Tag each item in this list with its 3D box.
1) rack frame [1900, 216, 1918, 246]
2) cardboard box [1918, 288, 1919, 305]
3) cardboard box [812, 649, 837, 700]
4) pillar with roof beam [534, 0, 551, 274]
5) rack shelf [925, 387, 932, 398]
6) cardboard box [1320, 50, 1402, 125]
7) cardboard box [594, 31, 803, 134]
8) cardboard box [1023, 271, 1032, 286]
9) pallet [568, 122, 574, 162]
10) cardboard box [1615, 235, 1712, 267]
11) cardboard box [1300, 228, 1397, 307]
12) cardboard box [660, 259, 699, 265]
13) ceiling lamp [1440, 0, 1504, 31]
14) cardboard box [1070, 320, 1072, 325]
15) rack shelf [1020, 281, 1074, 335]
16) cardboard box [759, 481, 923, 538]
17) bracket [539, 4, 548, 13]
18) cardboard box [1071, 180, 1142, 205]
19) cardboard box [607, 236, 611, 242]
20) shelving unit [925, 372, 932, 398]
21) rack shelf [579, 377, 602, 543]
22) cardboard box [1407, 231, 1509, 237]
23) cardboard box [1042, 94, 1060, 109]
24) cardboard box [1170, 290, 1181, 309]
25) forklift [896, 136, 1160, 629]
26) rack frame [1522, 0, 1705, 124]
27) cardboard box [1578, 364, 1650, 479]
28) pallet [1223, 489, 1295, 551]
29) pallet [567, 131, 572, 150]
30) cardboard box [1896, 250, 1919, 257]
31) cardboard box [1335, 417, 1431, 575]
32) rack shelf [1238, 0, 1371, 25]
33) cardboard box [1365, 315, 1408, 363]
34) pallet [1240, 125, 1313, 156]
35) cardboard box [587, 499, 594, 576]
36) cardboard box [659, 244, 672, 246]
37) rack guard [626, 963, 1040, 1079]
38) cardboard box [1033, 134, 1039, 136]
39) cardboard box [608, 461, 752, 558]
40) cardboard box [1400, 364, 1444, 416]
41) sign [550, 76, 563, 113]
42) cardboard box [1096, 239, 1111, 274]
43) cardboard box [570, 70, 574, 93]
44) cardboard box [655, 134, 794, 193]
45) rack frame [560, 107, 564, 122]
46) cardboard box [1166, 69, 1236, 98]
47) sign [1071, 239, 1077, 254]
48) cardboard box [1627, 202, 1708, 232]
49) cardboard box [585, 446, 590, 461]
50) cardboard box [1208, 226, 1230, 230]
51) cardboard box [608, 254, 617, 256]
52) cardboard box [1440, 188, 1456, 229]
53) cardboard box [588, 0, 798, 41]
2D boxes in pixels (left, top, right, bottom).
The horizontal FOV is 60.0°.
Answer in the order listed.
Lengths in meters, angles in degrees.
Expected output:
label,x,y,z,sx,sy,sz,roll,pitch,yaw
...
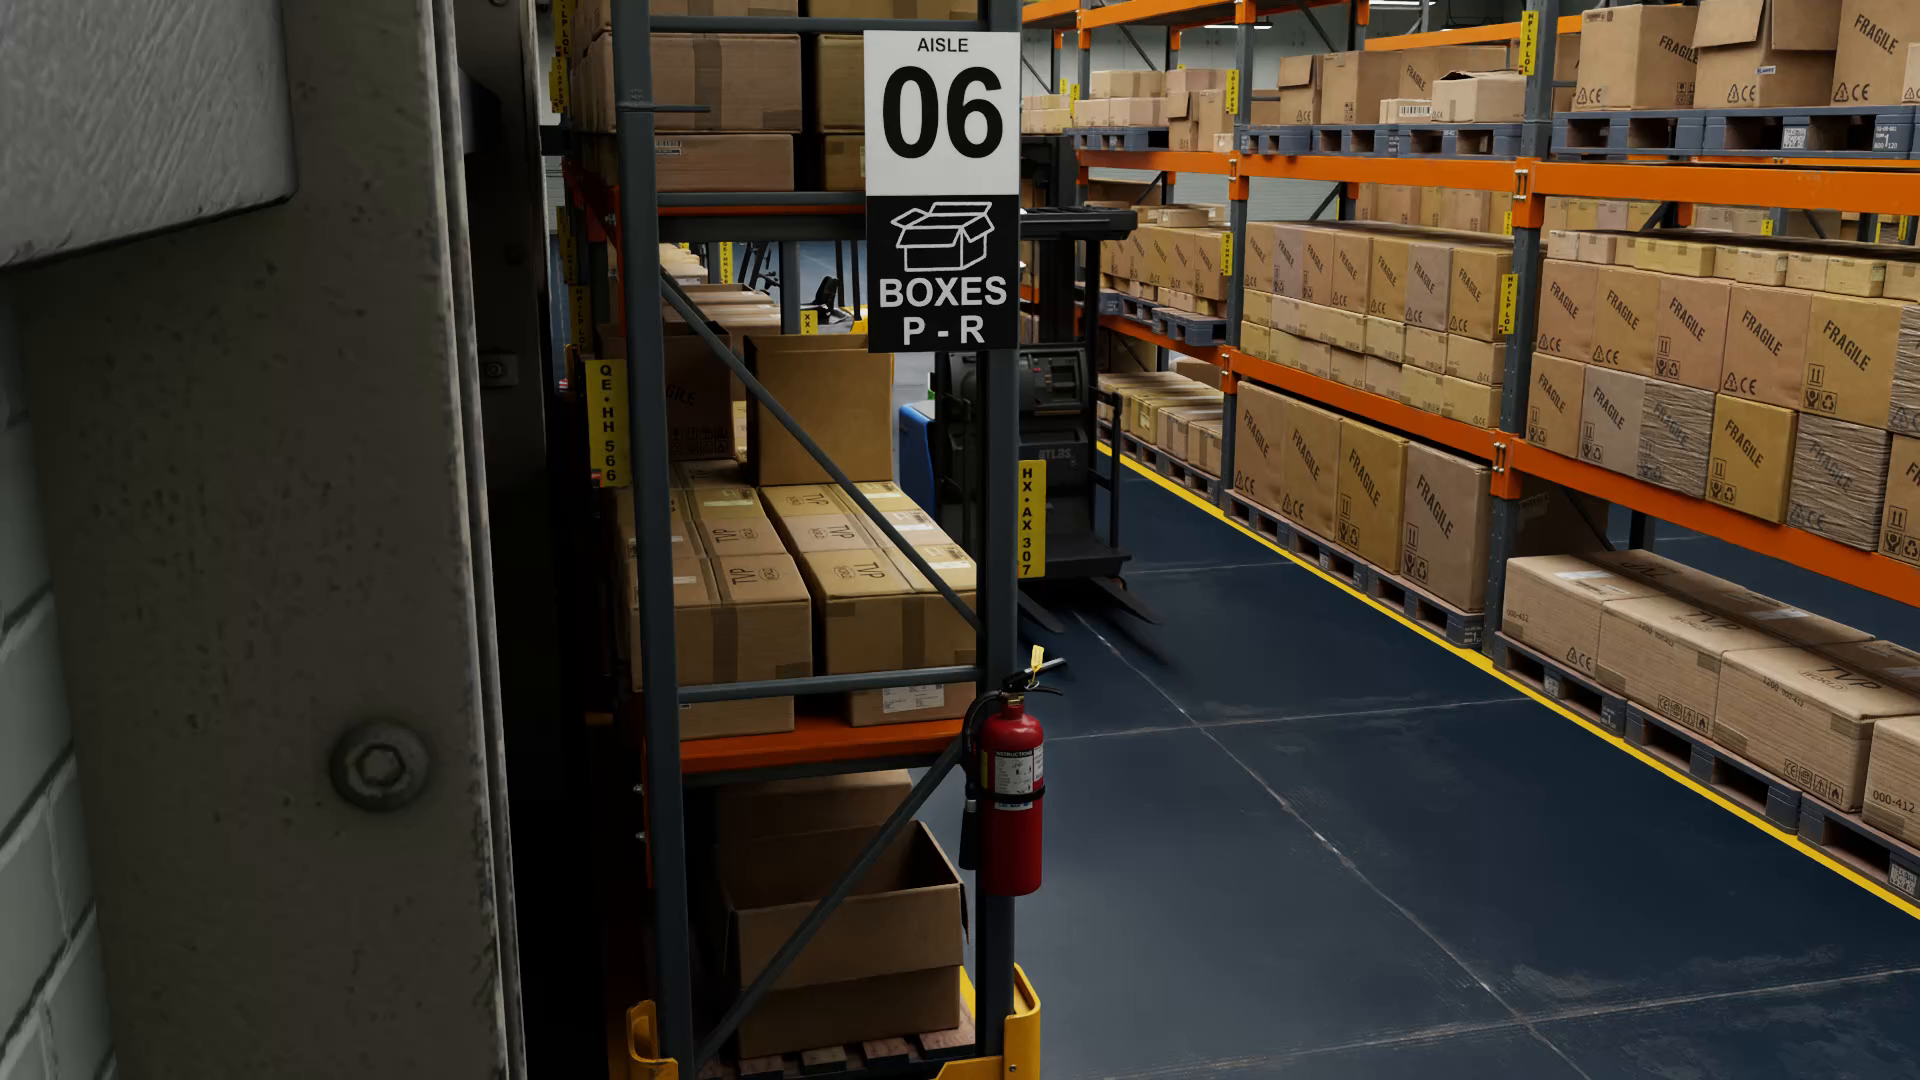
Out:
label,x,y,z,sx,sy,sz,roll,pitch,yaw
rack frame,11.294,-3.203,19.216,1.000,3.000,0.127,-3,14,-13
cardboard box,3.956,-0.975,6.415,0.380,0.149,0.250,-3,14,-12
cardboard box,-0.259,0.370,5.120,0.380,0.149,0.250,-3,14,-12
pillar with roof beam,-4.857,-10.391,36.000,9.100,9.000,0.400,-3,14,-13
rack shelf,-0.080,-1.041,12.408,0.258,0.148,0.480,-4,14,-15
cardboard box,3.018,-3.219,11.869,0.700,0.500,0.500,-4,14,-16
cardboard box,-0.713,-1.221,4.472,0.500,0.250,0.500,-4,14,-14
cardboard box,0.921,-2.938,18.660,0.380,0.149,0.250,-3,14,-13
pallet,-1.615,-2.287,9.541,1.213,0.211,1.003,-3,14,-13
cardboard box,3.539,-1.452,8.366,0.380,0.149,0.250,-3,14,-14
cardboard box,2.711,-1.900,11.567,0.500,0.500,0.500,-3,14,-12
cardboard box,-2.325,-2.201,13.537,0.380,0.149,0.250,-3,14,-12
ceiling lamp,14.845,-16.343,48.062,2.000,3.185,0.800,-3,14,-13
cardboard box,1.140,-2.122,18.120,0.500,0.500,0.500,-3,14,-12
rack shelf,1.192,-2.762,18.929,1.077,0.370,4.000,-3,14,-13
cardboard box,-0.430,-0.029,5.914,0.500,0.250,0.500,-4,14,-14
bracket,-11.418,-14.592,45.610,0.235,0.232,0.430,-3,14,-13
cardboard box,1.579,-3.679,18.221,0.700,0.500,0.500,-4,14,-14
cardboard box,-3.531,-2.938,15.927,0.380,0.149,0.250,-3,14,-13
shelving unit,-0.080,-0.637,12.507,0.258,1.200,0.503,-4,14,-15
rack shelf,-1.753,-0.639,10.239,1.077,0.370,4.000,-3,14,-13
cardboard box,3.327,-1.807,11.186,0.500,0.500,0.500,-4,14,-14
cardboard box,1.077,-4.607,17.493,0.380,0.149,0.250,-3,14,-12
cardboard box,2.008,-2.044,14.117,0.380,0.149,0.250,-4,14,-16
forklift,0.421,-1.073,10.642,1.130,2.935,3.031,-4,14,-15
rack frame,3.540,-3.719,8.689,1.000,3.000,0.127,-3,14,-13
cardboard box,3.510,-0.614,8.410,0.500,0.500,0.500,-3,14,-13
pallet,2.713,-0.187,12.747,1.003,0.211,1.213,-3,14,-13
pallet,-2.735,-3.225,13.384,1.003,0.211,1.213,-3,14,-11
cardboard box,4.342,-1.189,7.289,0.380,0.149,0.250,-4,14,-15
cardboard box,3.097,-0.323,11.021,0.875,0.875,0.875,-3,14,-12
rack shelf,3.071,-3.637,10.710,1.077,0.370,4.000,-3,14,-13
cardboard box,2.948,-1.297,10.678,0.500,0.250,0.500,-3,14,-12
pallet,2.804,-2.947,12.248,1.213,0.211,1.003,-3,14,-11
cardboard box,-2.043,0.028,10.376,0.500,0.500,0.500,-4,14,-15
cardboard box,-2.866,-2.670,15.458,0.380,0.149,0.250,-3,14,-11
rack guard,-0.362,1.592,4.856,1.175,0.500,0.348,-3,14,-13
cardboard box,1.020,-4.403,18.338,0.380,0.149,0.250,-3,14,-14
cardboard box,-1.064,-0.122,6.294,0.500,0.250,0.500,-3,14,-13
cardboard box,3.071,-0.939,10.266,0.500,0.250,0.500,-3,14,-14
sign,-3.702,-4.088,15.264,0.100,0.325,0.005,-3,14,-13
cardboard box,1.611,-2.808,15.877,0.500,0.500,0.500,-3,14,-13
cardboard box,-2.315,-2.955,10.732,0.380,0.149,0.250,-3,14,-13
cardboard box,-0.644,-1.000,4.411,0.380,0.149,0.250,-3,14,-12
rack frame,-4.102,-6.210,18.884,1.000,3.000,0.127,-3,14,-13
cardboard box,2.182,-4.121,15.031,0.500,0.250,0.500,-3,14,-12
sign,1.136,-3.039,16.721,0.100,0.325,0.005,-3,14,-13
cardboard box,6.930,-3.018,16.142,0.700,0.500,0.500,-3,14,-14
cardboard box,-2.367,-0.554,11.391,0.380,0.149,0.250,-3,14,-11
cardboard box,2.460,-2.483,14.549,0.500,0.500,0.500,-3,14,-12
cardboard box,-3.040,-2.346,14.133,0.380,0.149,0.250,-3,14,-14
cardboard box,6.161,-3.887,19.424,0.875,0.550,0.550,-3,14,-13
cardboard box,-0.720,-1.463,4.411,0.500,0.250,0.500,-4,14,-15
